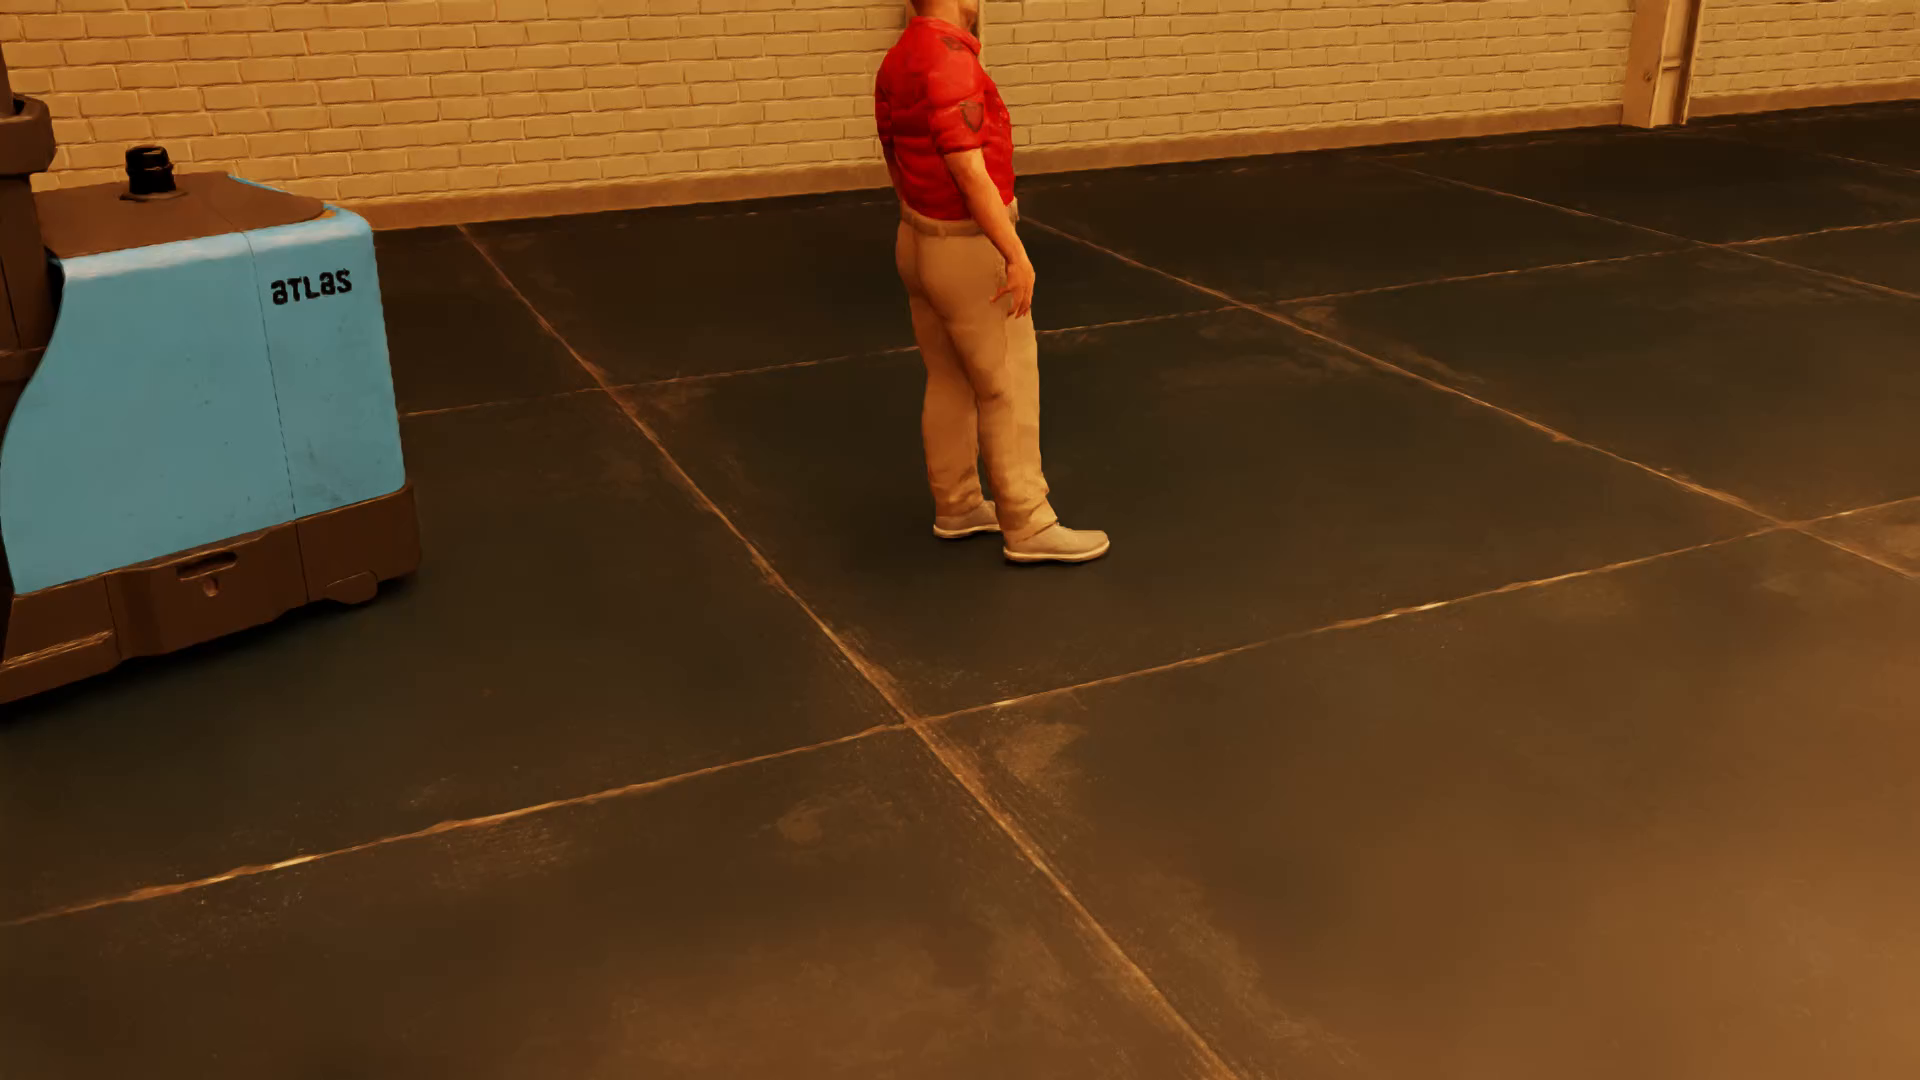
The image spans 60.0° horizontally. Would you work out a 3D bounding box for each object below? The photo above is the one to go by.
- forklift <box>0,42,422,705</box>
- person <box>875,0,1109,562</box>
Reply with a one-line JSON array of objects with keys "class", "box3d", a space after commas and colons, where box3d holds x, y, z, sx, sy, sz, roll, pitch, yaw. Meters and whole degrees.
[{"class": "forklift", "box3d": [-2.936, -0.947, 3.567, 1.130, 2.935, 3.031, 21, 30, 41]}, {"class": "person", "box3d": [0.086, -0.816, 4.798, 0.550, 1.726, 0.640, -10, 25, -23]}]
